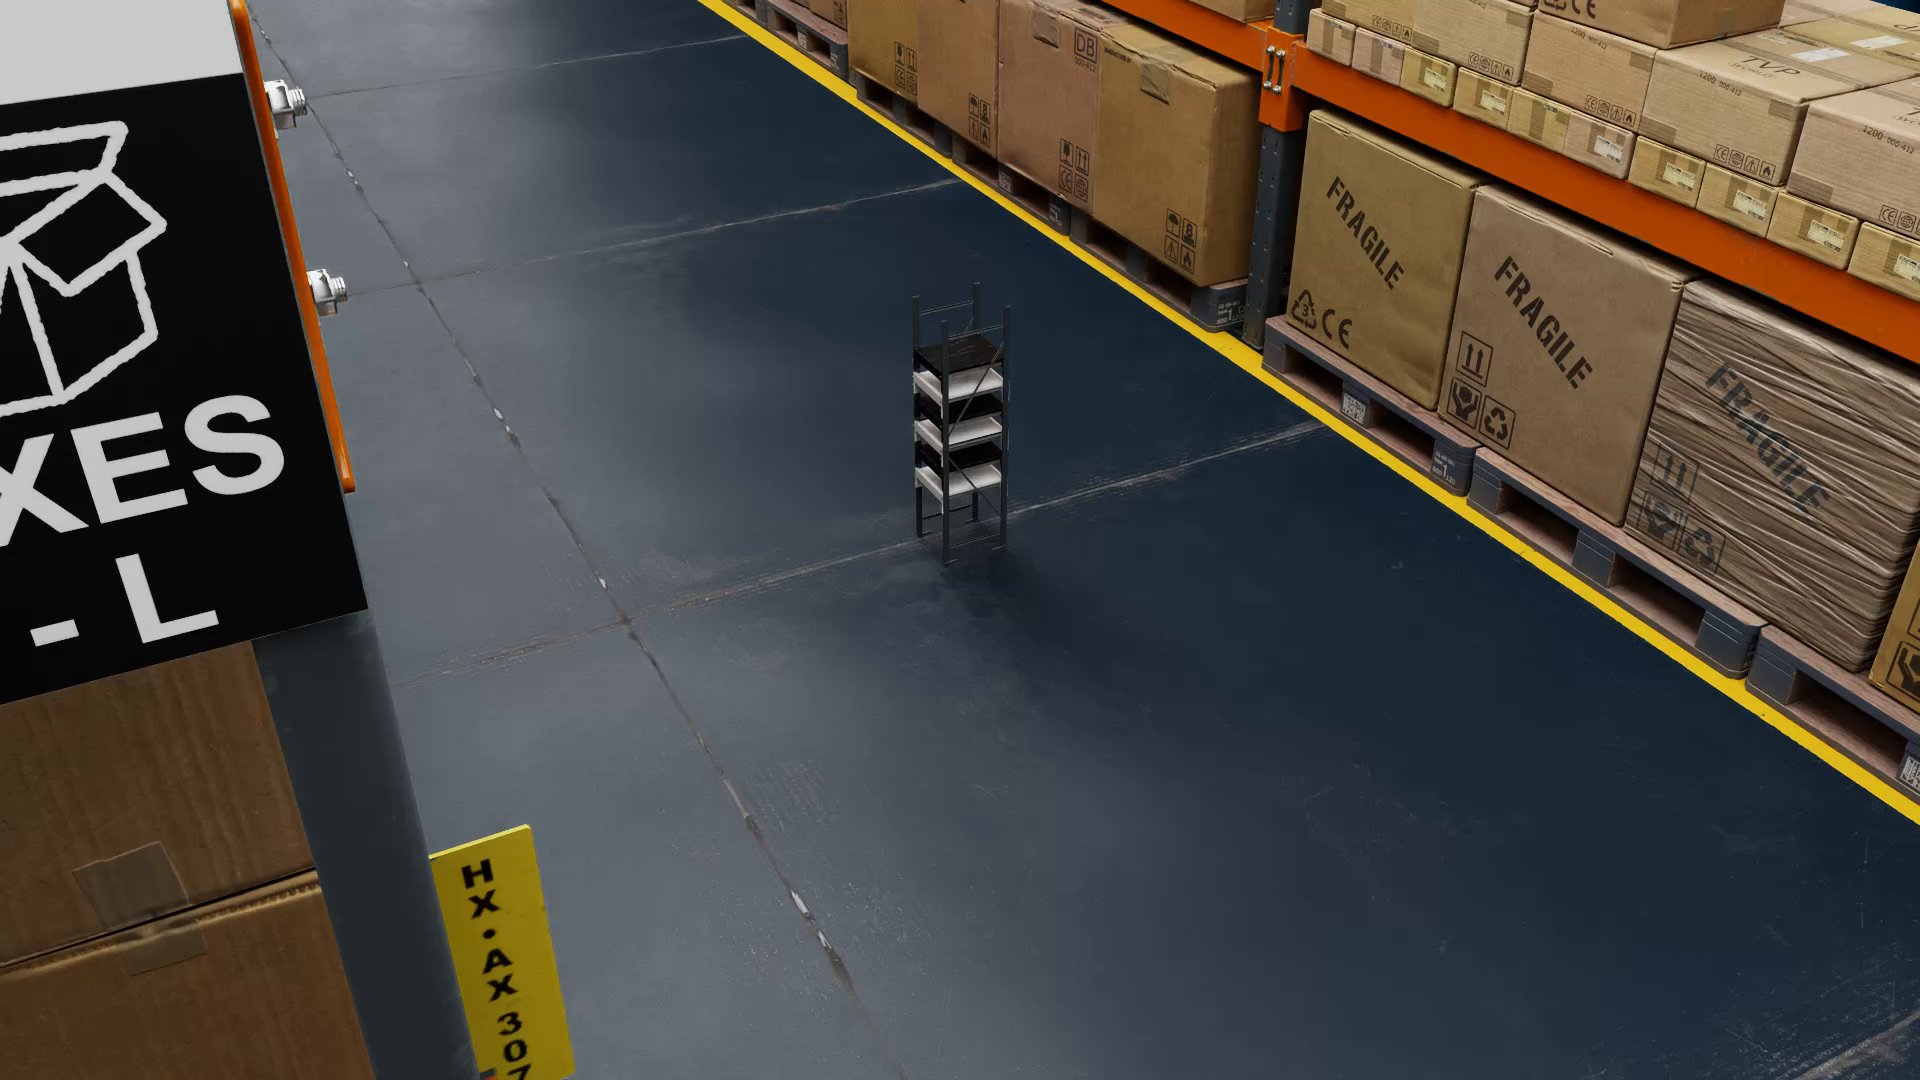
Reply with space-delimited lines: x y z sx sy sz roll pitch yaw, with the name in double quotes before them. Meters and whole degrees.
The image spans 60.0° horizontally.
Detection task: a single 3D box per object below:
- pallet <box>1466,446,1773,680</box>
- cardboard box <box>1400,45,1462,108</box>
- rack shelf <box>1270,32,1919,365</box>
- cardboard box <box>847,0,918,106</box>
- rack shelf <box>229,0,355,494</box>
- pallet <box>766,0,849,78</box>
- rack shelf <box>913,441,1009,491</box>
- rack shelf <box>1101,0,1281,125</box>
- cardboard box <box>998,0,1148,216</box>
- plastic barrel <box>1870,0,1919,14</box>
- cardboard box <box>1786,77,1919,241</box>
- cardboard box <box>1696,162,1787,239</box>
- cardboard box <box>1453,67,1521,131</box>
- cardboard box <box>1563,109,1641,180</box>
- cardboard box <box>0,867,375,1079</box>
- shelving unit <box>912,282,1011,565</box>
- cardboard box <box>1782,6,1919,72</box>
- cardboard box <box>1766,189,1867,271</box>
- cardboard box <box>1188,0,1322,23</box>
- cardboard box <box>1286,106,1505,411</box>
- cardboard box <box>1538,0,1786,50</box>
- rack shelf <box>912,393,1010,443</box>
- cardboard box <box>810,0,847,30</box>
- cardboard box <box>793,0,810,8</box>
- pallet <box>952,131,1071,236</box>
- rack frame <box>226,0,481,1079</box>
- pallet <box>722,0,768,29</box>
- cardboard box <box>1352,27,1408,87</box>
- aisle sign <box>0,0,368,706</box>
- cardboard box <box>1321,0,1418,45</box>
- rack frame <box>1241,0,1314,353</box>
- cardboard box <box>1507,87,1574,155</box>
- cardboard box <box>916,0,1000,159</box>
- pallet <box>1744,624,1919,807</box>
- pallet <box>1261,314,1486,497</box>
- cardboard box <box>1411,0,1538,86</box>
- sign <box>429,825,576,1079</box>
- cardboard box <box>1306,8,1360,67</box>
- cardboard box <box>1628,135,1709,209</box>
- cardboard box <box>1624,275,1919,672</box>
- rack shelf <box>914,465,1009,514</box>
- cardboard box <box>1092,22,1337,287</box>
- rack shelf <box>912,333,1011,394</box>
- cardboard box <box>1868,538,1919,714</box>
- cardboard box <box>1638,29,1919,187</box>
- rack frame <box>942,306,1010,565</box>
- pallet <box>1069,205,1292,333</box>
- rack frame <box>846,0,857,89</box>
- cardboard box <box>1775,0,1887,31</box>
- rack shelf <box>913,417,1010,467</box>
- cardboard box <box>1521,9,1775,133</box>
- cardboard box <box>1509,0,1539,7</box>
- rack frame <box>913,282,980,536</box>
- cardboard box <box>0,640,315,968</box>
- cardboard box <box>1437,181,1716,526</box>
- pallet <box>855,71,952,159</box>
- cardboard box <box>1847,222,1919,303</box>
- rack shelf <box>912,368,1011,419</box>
"pallet" 2.523 -0.066 5.657 1.003 0.211 1.213 -16 36 -23
"cardboard box" 1.754 -1.624 5.737 0.380 0.149 0.250 -15 35 -22
"rack shelf" 2.597 -0.948 5.116 1.077 0.370 4.000 -16 36 -23
"cardboard box" 0.103 -3.062 9.329 1.225 0.875 0.875 -18 37 -25
"rack shelf" -1.838 -1.012 2.435 1.077 0.370 4.000 -16 36 -23
"pallet" -0.563 -3.314 10.726 1.003 0.211 1.213 -16 36 -23
"rack shelf" 0.004 -0.271 5.568 0.258 0.077 0.200 -16 36 -23
"rack shelf" 0.732 -2.857 8.096 1.077 0.370 4.000 -16 36 -23
"cardboard box" 0.931 -2.214 8.006 1.225 0.875 0.875 -17 36 -25
"plastic barrel" 5.478 -3.346 9.749 0.600 0.901 0.708 -16 36 -23
"cardboard box" 2.596 -1.008 4.406 0.500 0.250 0.500 -17 36 -25
"cardboard box" 2.360 -1.007 4.775 0.380 0.149 0.250 -15 36 -22
"cardboard box" 1.879 -1.499 5.542 0.380 0.149 0.250 -17 36 -24
"cardboard box" 2.113 -1.256 5.163 0.380 0.149 0.250 -15 36 -23
"cardboard box" -0.870 0.452 1.896 0.500 0.500 0.500 -14 35 -21
"shelving unit" 0.004 -0.375 5.501 0.258 0.900 0.210 -16 36 -23
"cardboard box" 2.818 -1.390 5.003 0.500 0.250 0.500 -17 36 -24
"cardboard box" 2.474 -0.889 4.589 0.380 0.149 0.250 -16 36 -23
"cardboard box" 1.205 -2.402 6.626 0.500 0.500 0.500 -16 36 -23
"cardboard box" 1.902 -1.153 6.349 0.875 0.875 0.875 -16 36 -23
"cardboard box" 2.131 -1.806 4.957 0.500 0.500 0.500 -17 36 -25
"rack shelf" 0.004 -0.423 5.471 0.258 0.077 0.200 -16 36 -23
"cardboard box" -0.530 -3.562 10.438 0.700 0.500 0.500 -18 37 -26
"cardboard box" -0.800 -3.823 10.846 0.700 0.500 0.500 -19 37 -27
"pallet" 0.666 -1.964 8.619 1.003 0.211 1.213 -16 36 -23
"rack frame" -0.902 0.902 1.562 0.949 2.616 0.053 -16 36 -23
"pallet" -1.128 -3.895 11.634 1.003 0.211 1.213 -16 36 -23
"cardboard box" 1.631 -1.750 5.933 0.380 0.149 0.250 -17 36 -25
"aisle sign" -0.606 -0.232 0.922 0.394 0.787 0.004 -16 36 -23
"cardboard box" 1.652 -1.977 5.919 0.500 0.250 0.500 -17 36 -24
"rack frame" 1.665 -2.205 6.412 1.000 3.000 0.127 -16 36 -23
"cardboard box" 1.998 -1.377 5.351 0.380 0.149 0.250 -16 36 -24
"cardboard box" 0.512 -2.635 8.662 1.225 0.875 0.875 -16 36 -23
"pallet" 3.088 0.516 4.749 1.003 0.211 1.213 -16 36 -23
"pallet" 1.950 -0.649 6.567 1.003 0.211 1.213 -16 36 -23
"cardboard box" 1.880 -1.739 5.547 0.500 0.250 0.500 -16 36 -23
"sign" -0.425 0.402 1.540 0.100 0.325 0.005 -16 36 -23
"cardboard box" 1.509 -1.875 6.129 0.380 0.149 0.250 -16 36 -23
"cardboard box" 2.237 -1.131 4.968 0.380 0.149 0.250 -17 36 -24
"cardboard box" 2.736 -0.298 5.015 0.875 0.875 0.875 -16 36 -23
"rack shelf" 0.004 -0.195 5.616 0.258 0.077 0.200 -16 36 -23
"cardboard box" 1.349 -1.788 7.341 1.225 0.875 0.875 -16 36 -23
"rack shelf" 0.004 -0.574 5.374 0.258 0.077 0.200 -16 36 -23
"cardboard box" 3.161 0.136 4.338 0.875 0.875 0.875 -16 36 -23
"cardboard box" 2.349 -1.256 4.793 0.500 0.250 0.500 -16 36 -23
"rack frame" 0.051 -0.327 5.425 0.240 0.900 0.006 -16 36 -23
"pallet" 1.238 -1.381 7.709 1.003 0.211 1.213 -16 36 -23
"rack frame" -0.200 -4.114 9.391 1.000 3.000 0.127 -16 36 -23
"cardboard box" 2.584 -1.633 5.382 0.500 0.250 0.500 -15 36 -22
"rack shelf" 0.004 -0.347 5.519 0.258 0.077 0.200 -16 36 -23
"cardboard box" 2.126 -1.493 5.163 0.500 0.250 0.500 -15 36 -22
"cardboard box" 1.885 -2.054 5.343 0.500 0.500 0.500 -16 36 -23
"rack frame" -0.044 -0.424 5.577 0.240 0.900 0.006 -16 36 -23
"cardboard box" -0.880 0.033 1.622 0.500 0.500 0.500 -16 36 -23
"cardboard box" 2.321 -0.723 5.678 0.875 0.875 0.875 -16 36 -23
"pallet" 0.101 -2.545 9.527 1.003 0.211 1.213 -16 36 -23
"cardboard box" 2.595 -0.765 4.396 0.380 0.149 0.250 -17 36 -24
"rack shelf" 0.004 -0.499 5.422 0.258 0.077 0.200 -16 36 -23
